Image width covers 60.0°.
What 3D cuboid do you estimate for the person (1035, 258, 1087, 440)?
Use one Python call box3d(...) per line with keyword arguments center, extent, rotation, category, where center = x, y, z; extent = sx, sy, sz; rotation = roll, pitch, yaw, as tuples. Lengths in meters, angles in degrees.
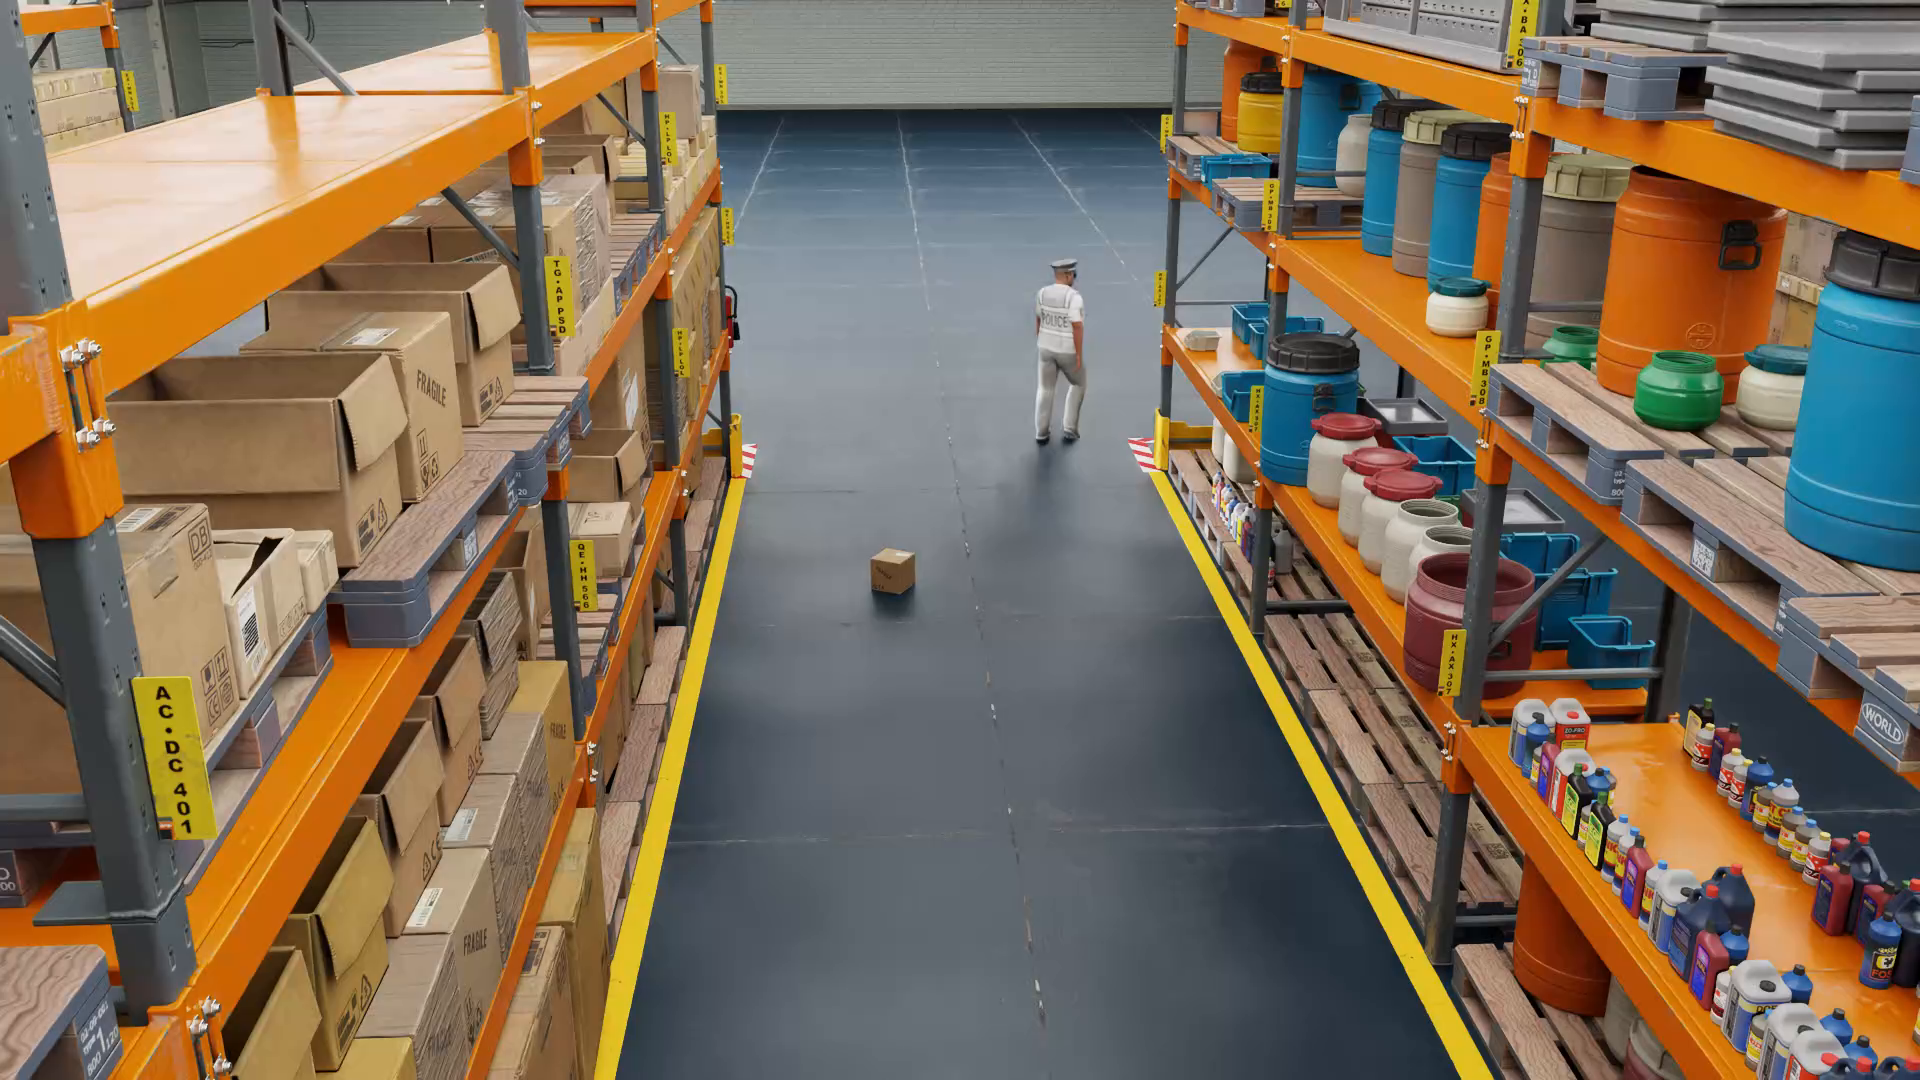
box3d(center=(0.950, -1.777, 15.989), extent=(0.620, 1.846, 0.559), rotation=(12, 23, 29), category="person")
